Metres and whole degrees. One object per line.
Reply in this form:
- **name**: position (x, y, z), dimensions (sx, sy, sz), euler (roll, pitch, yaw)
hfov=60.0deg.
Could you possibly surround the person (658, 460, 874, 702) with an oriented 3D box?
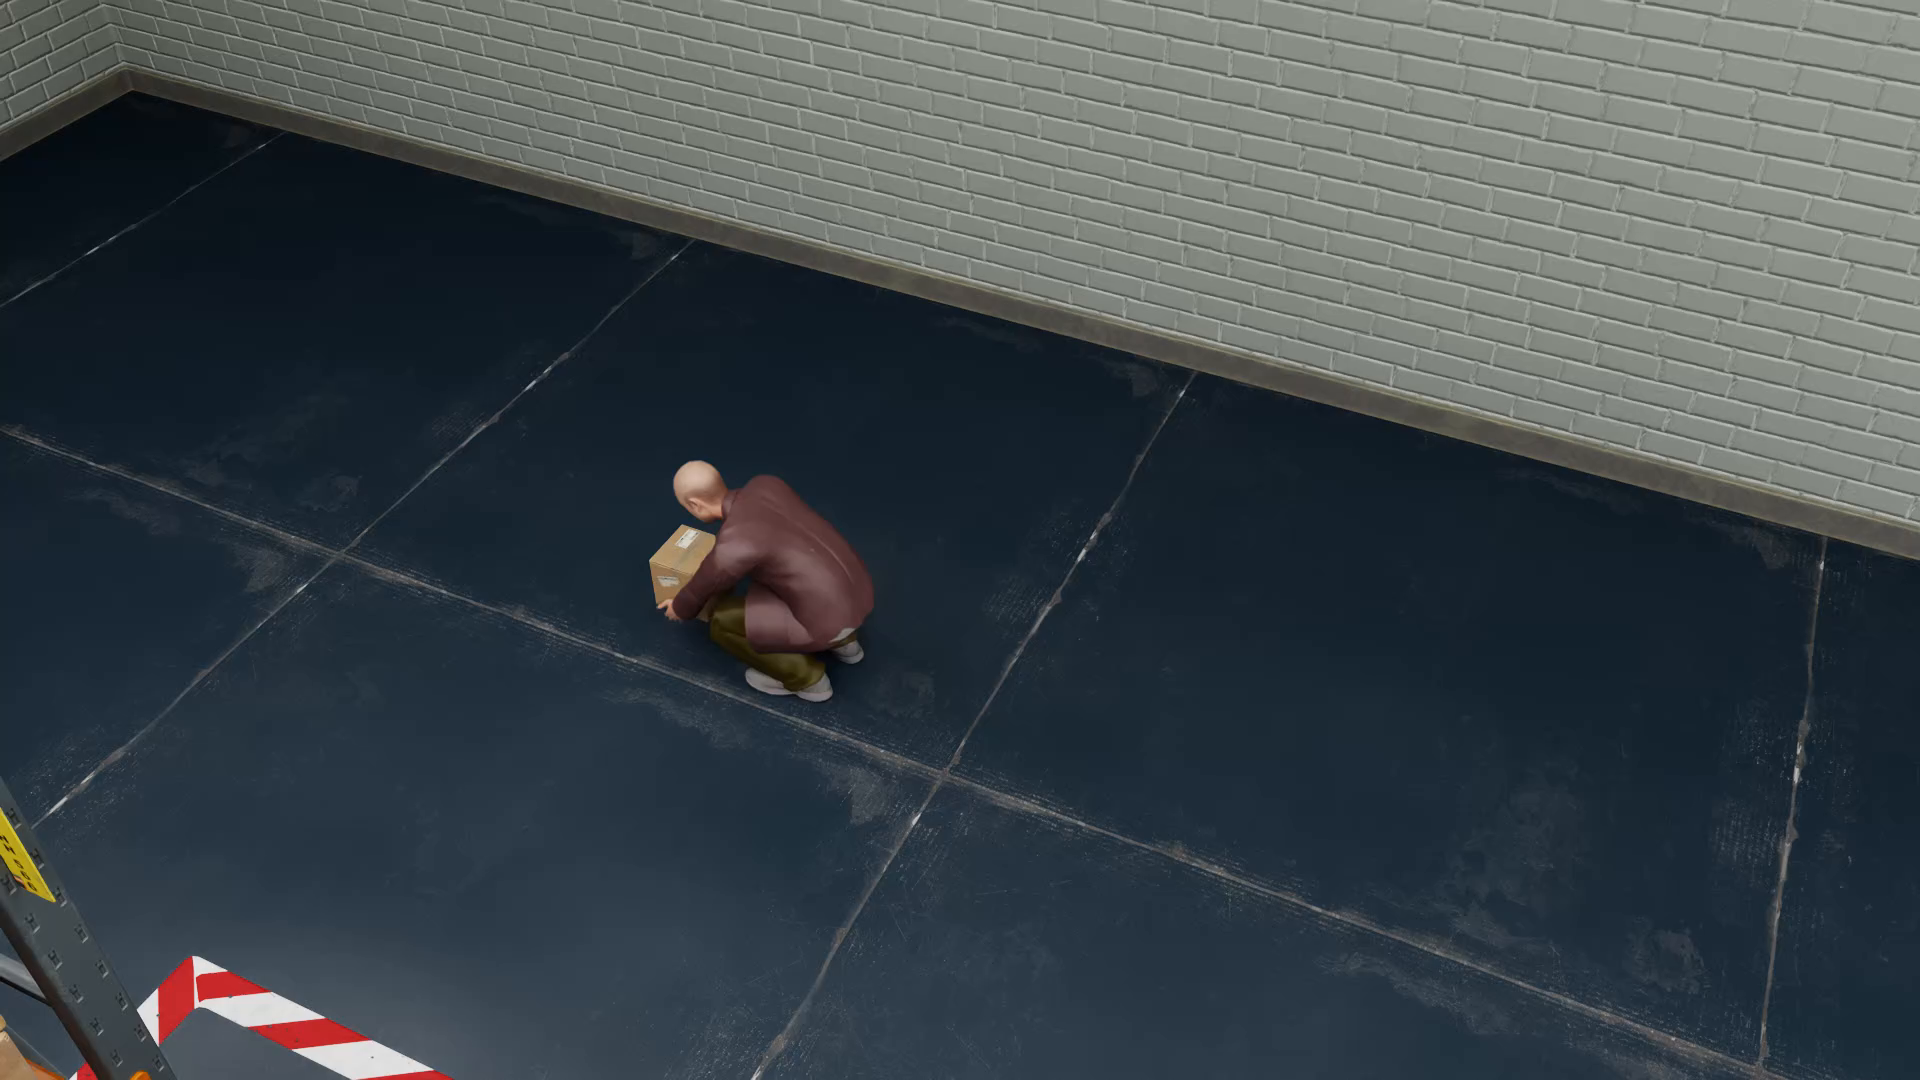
- **person**: position (-0.780, 0.117, 6.639), dimensions (0.902, 0.989, 0.590), euler (17, 44, 18)
